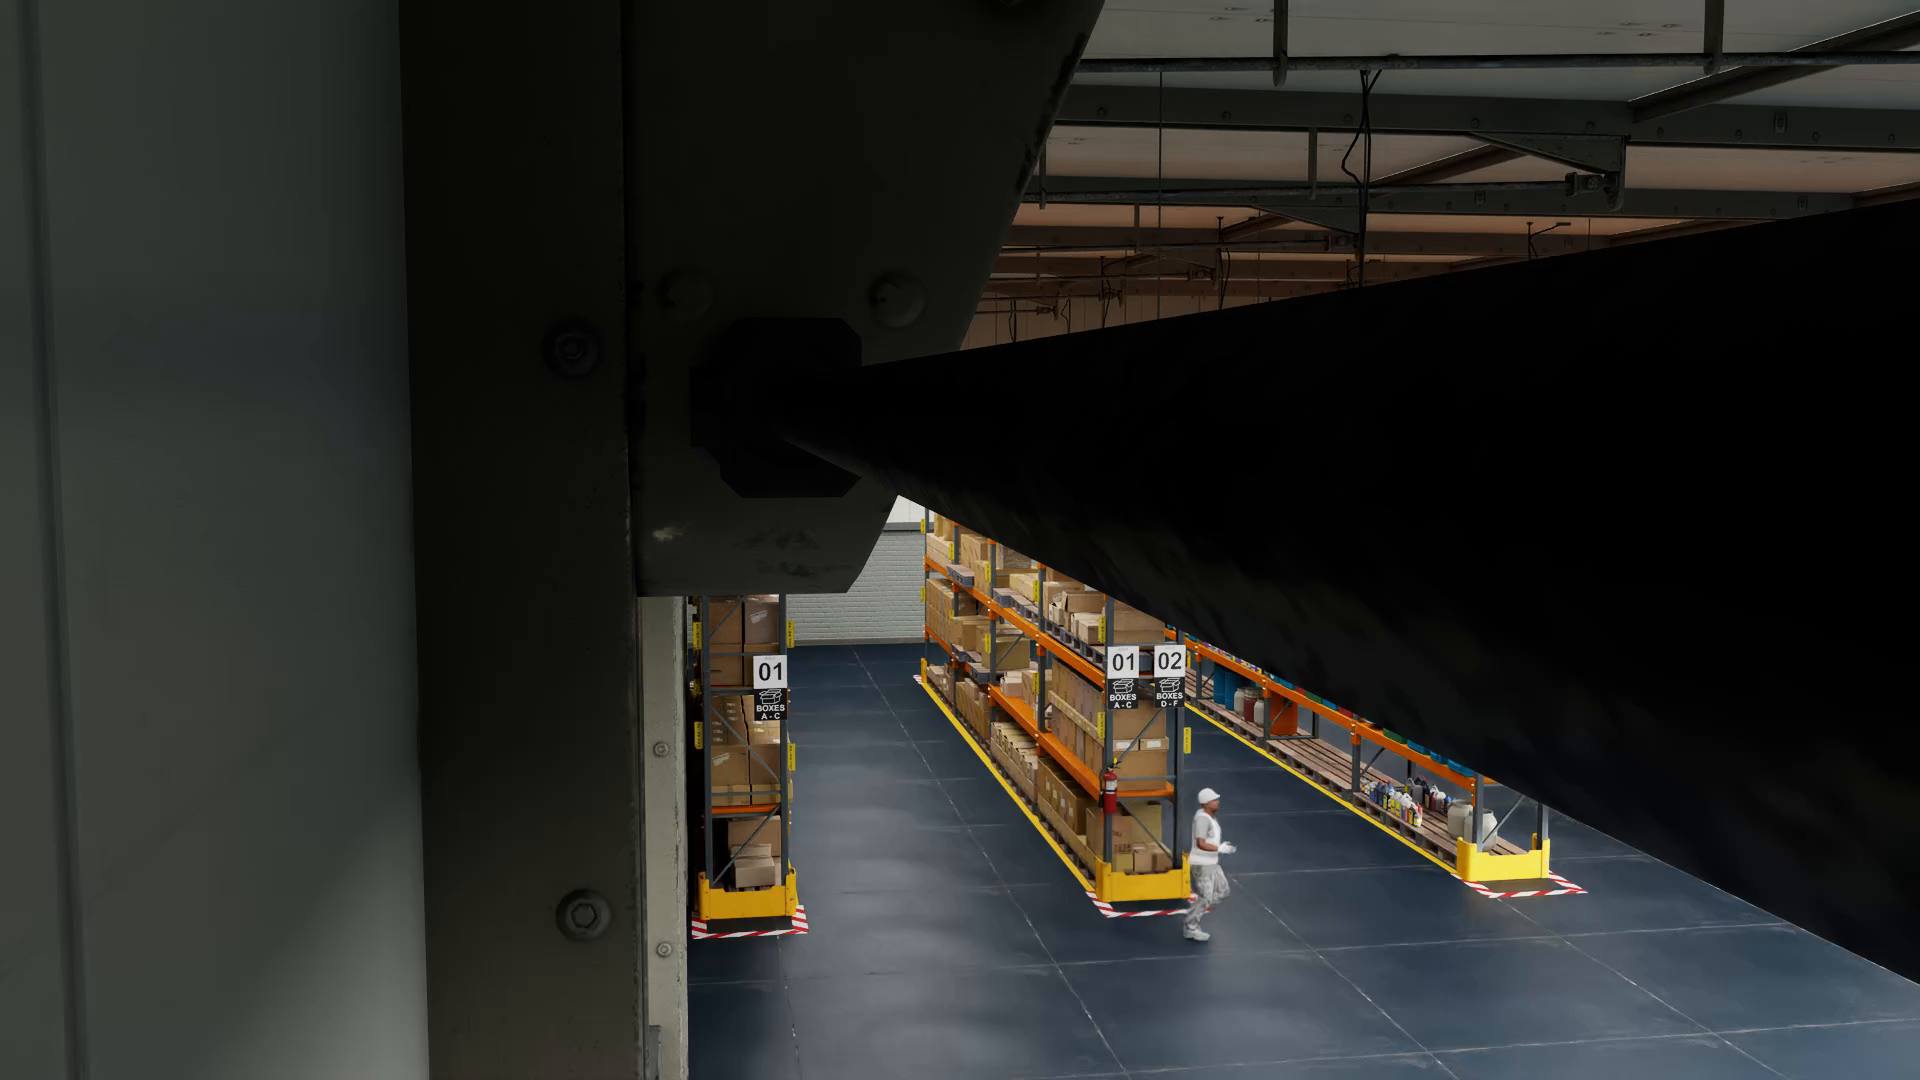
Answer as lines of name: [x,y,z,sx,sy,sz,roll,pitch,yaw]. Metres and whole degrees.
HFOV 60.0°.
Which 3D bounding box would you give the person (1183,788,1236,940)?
person: [2.935,3.755,19.371,0.609,1.730,0.714,2,5,19]
